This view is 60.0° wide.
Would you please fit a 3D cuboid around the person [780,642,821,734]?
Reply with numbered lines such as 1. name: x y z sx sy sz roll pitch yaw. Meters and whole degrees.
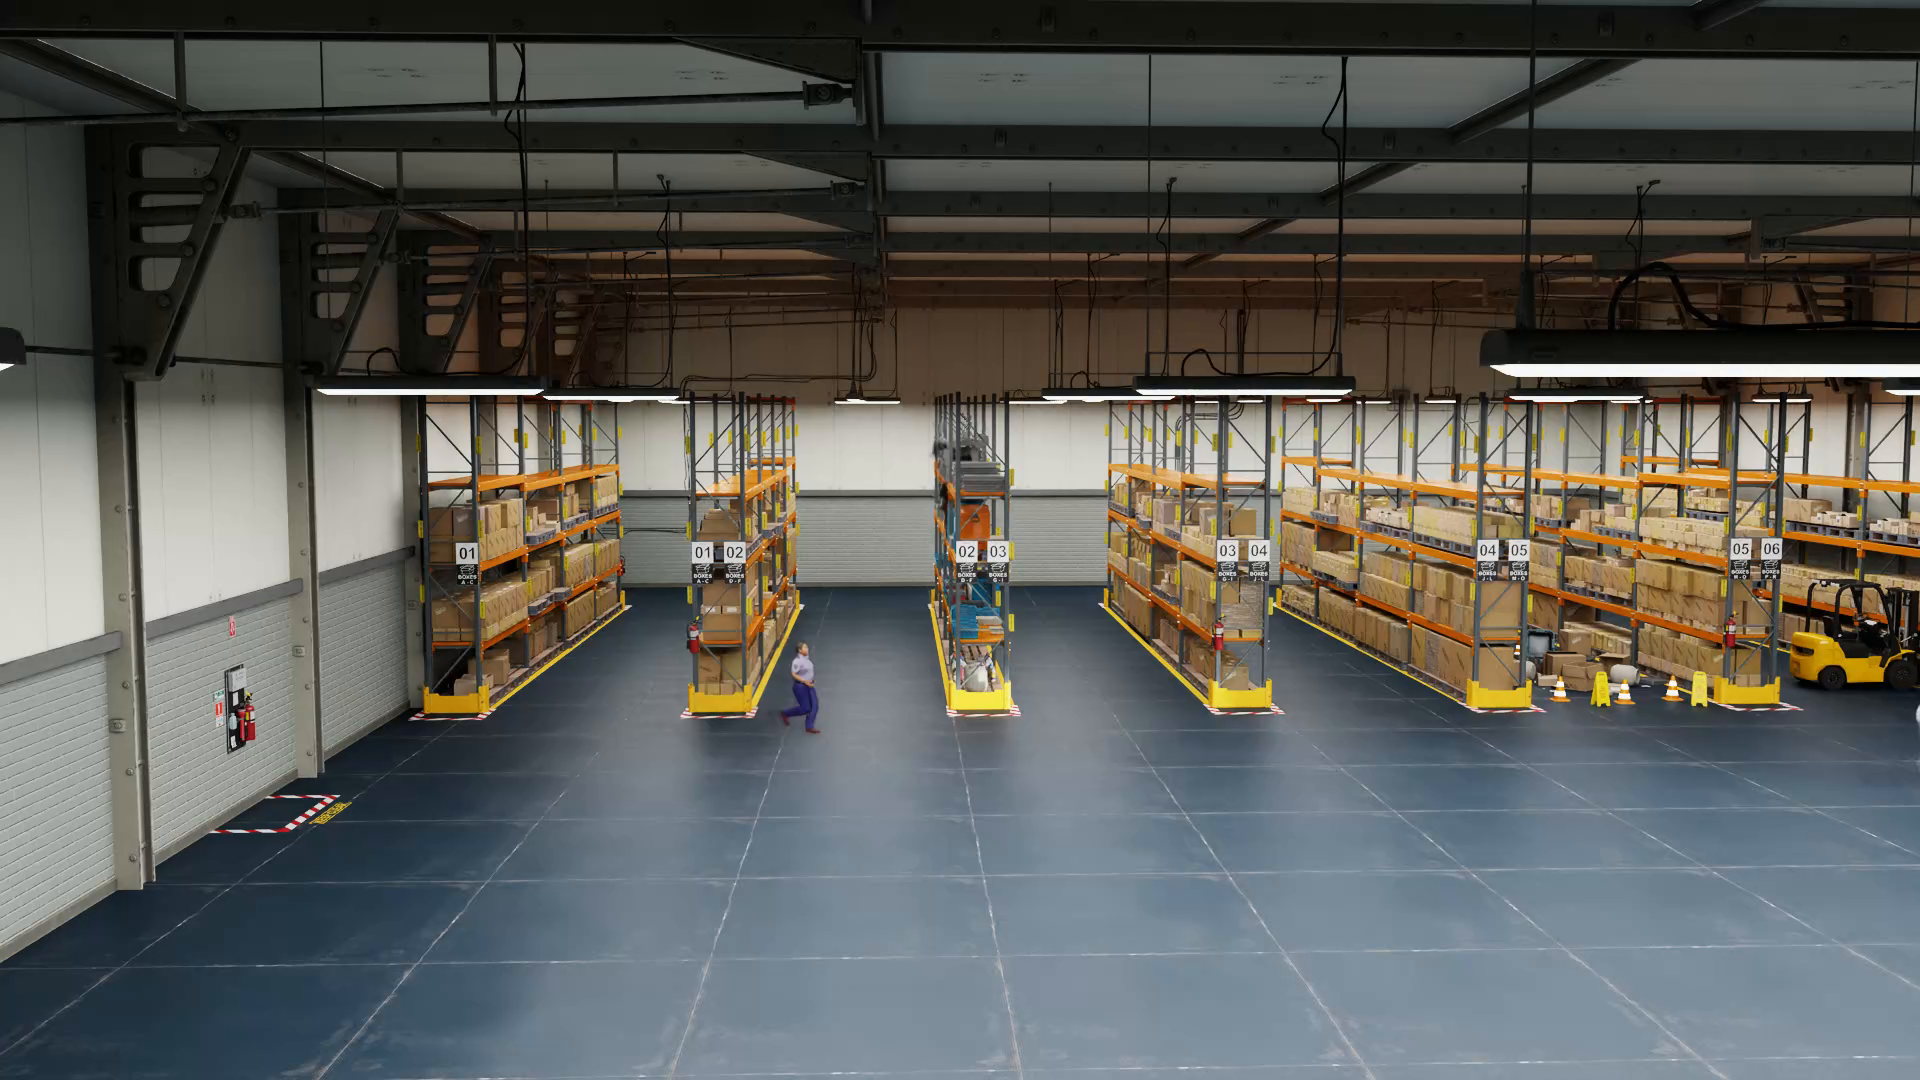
1. person: -2.776 2.590 29.174 0.727 1.612 0.616 1 5 17
